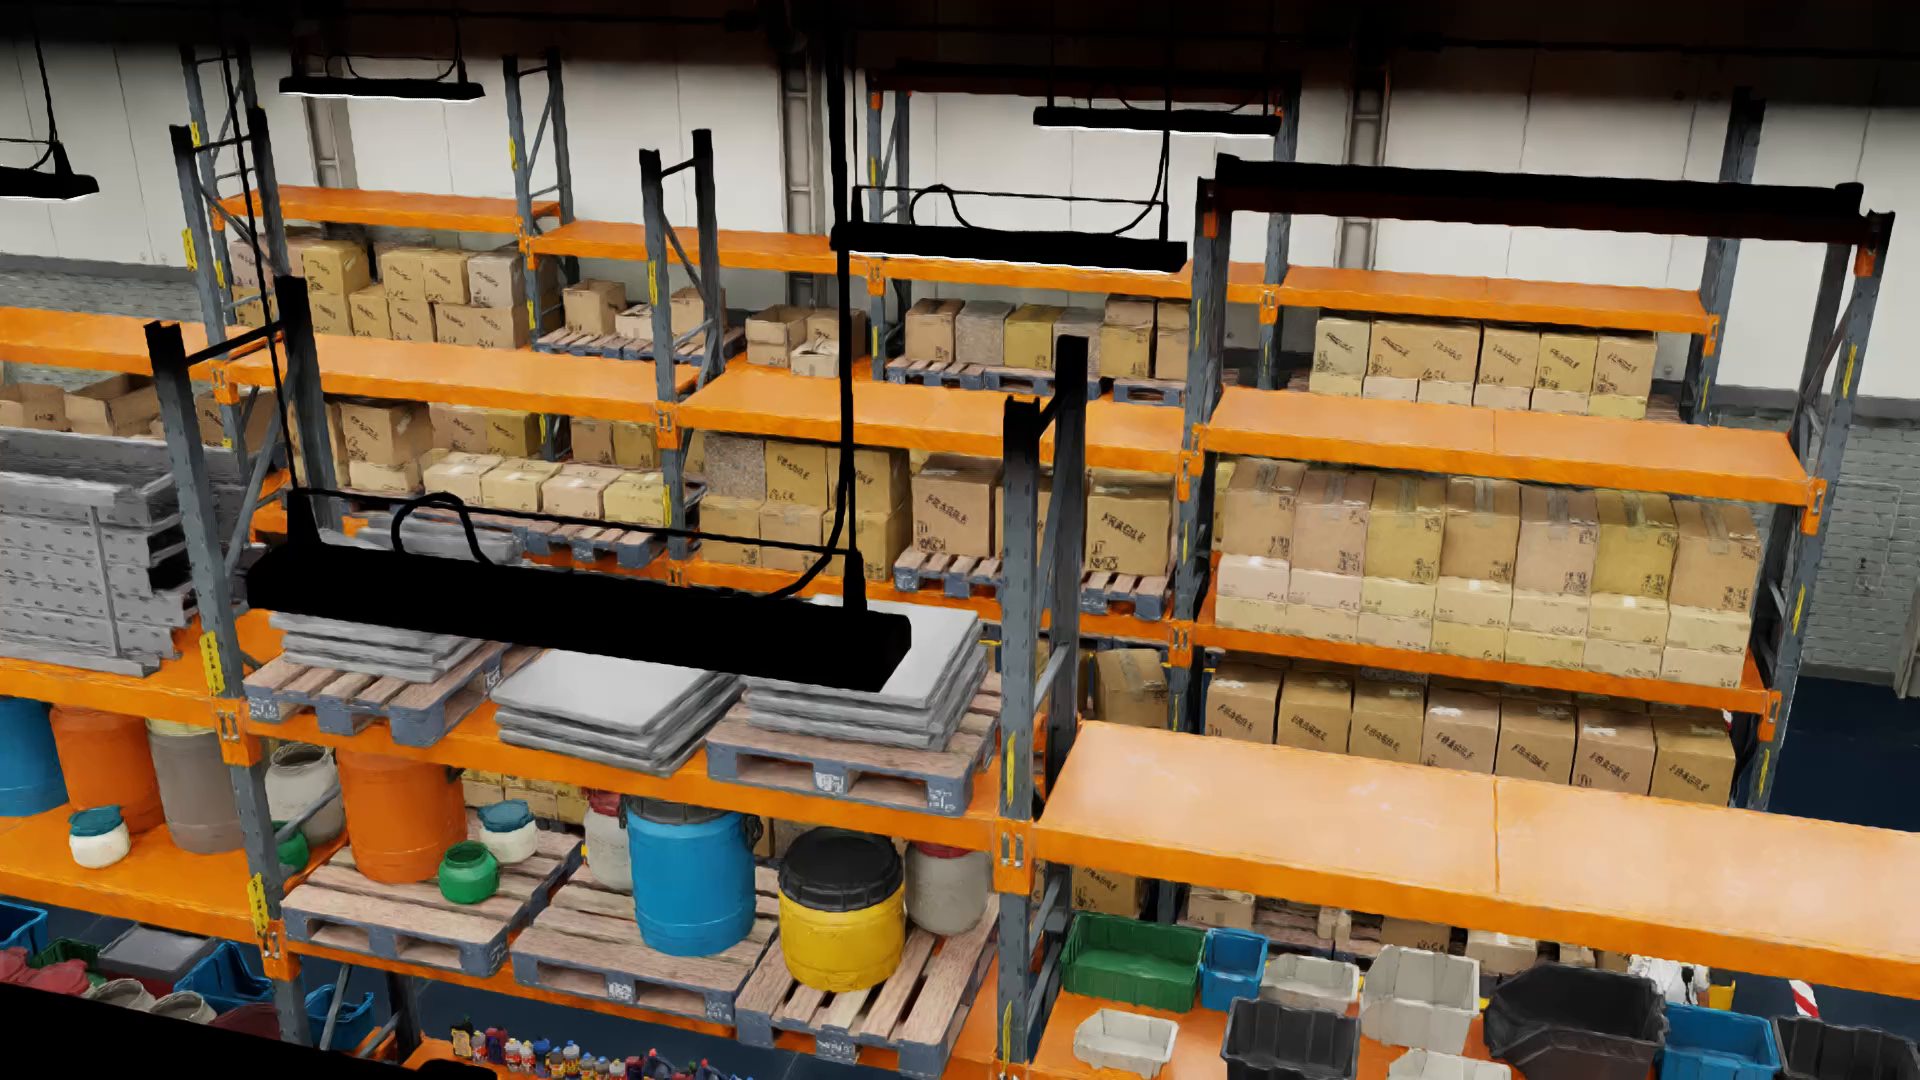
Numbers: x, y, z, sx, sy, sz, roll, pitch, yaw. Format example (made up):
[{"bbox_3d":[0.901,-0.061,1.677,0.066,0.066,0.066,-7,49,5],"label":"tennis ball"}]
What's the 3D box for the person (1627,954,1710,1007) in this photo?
[{"bbox_3d":[4.612,3.164,10.961,0.587,1.670,0.400,13,26,28],"label":"person"}]
